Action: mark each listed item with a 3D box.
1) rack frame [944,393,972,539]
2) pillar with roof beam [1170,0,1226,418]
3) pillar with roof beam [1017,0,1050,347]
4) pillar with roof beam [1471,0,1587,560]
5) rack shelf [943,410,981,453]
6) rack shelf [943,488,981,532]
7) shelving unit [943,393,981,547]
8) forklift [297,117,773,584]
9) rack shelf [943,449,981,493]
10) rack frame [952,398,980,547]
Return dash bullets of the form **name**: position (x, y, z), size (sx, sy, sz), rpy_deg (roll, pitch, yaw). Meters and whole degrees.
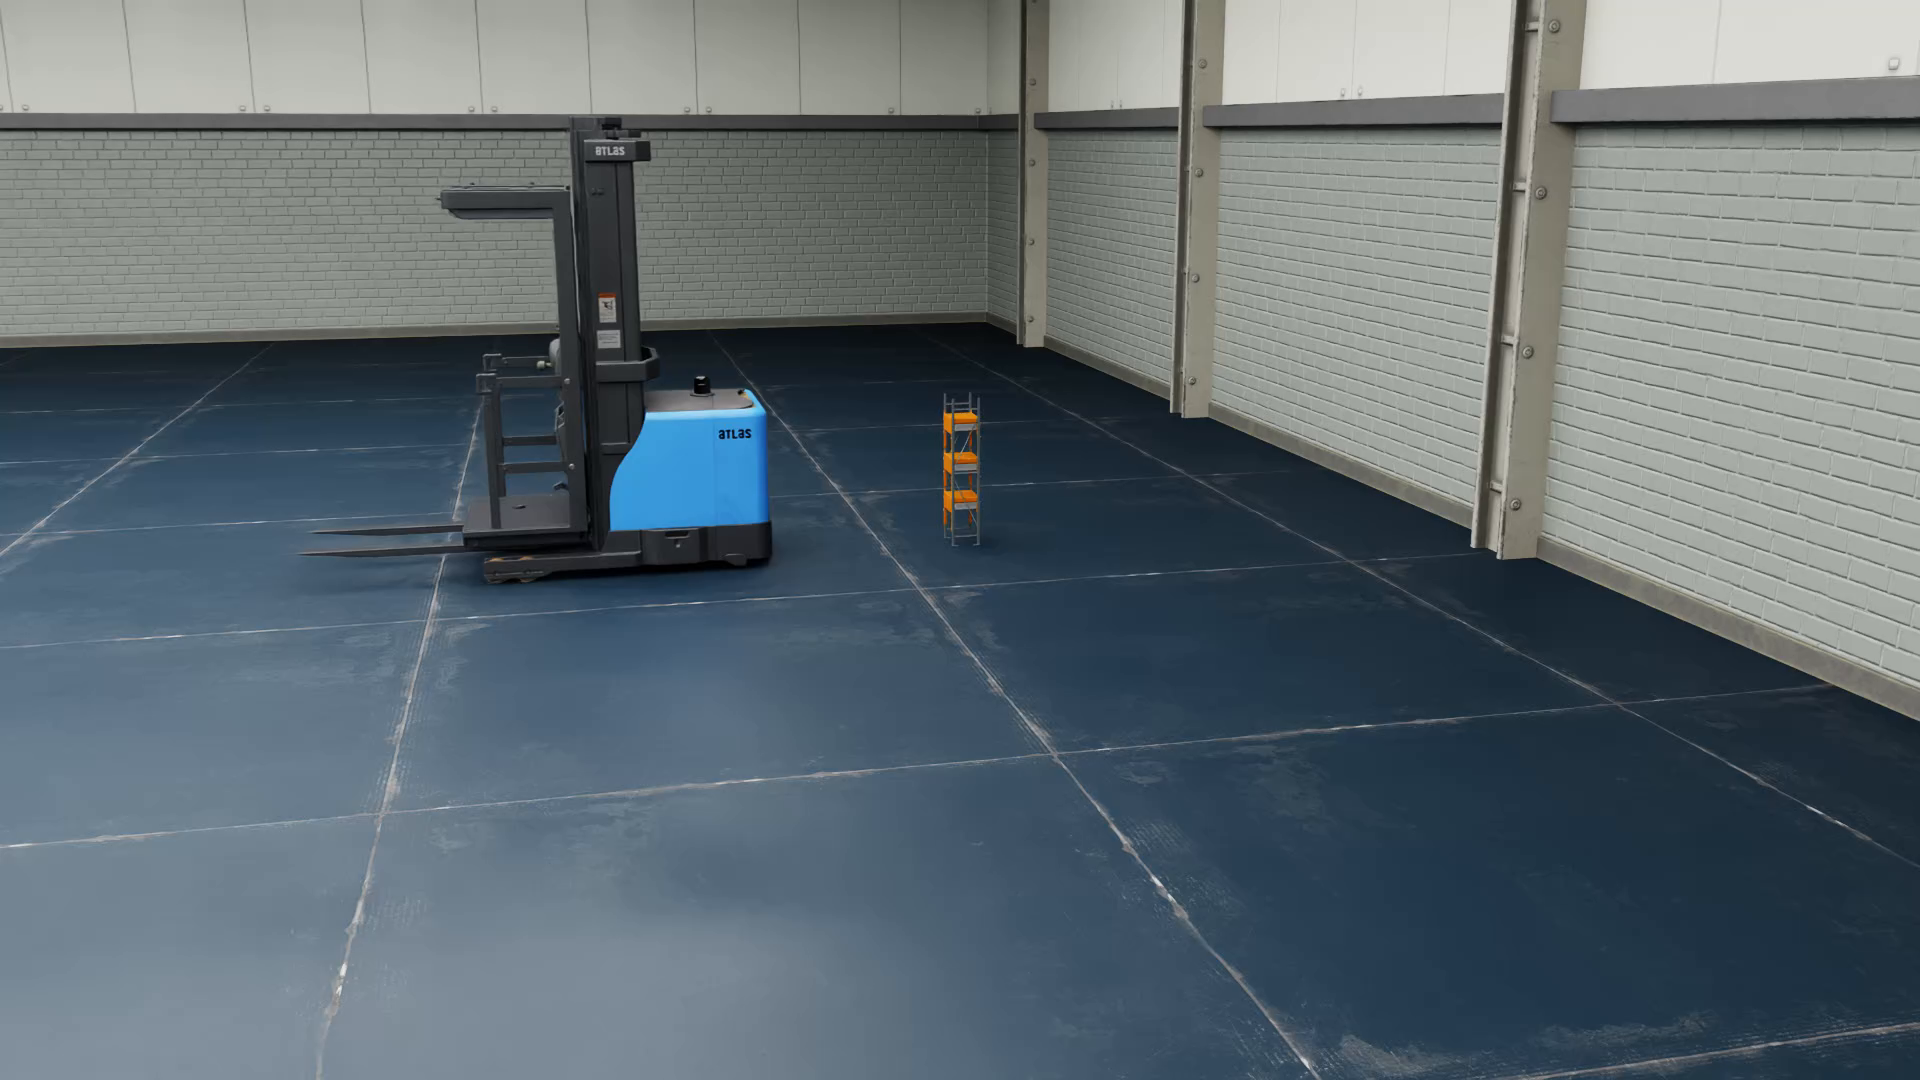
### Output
- **rack frame**: position (-0.016, -0.526, 11.867), size (0.200, 1.050, 0.008), rpy_deg (-3, 14, -13)
- **pillar with roof beam**: position (-1.792, -5.436, 15.215), size (9.100, 9.000, 0.400), rpy_deg (-3, 14, -13)
- **pillar with roof beam**: position (-3.202, -6.820, 20.880), size (9.100, 9.000, 0.400), rpy_deg (-3, 14, -13)
- **pillar with roof beam**: position (-0.383, -4.051, 9.549), size (9.100, 9.000, 0.400), rpy_deg (-3, 14, -13)
- **rack shelf**: position (0.013, -0.763, 11.687), size (0.215, 0.259, 0.240), rpy_deg (-3, 14, -13)
- **rack shelf**: position (0.013, -0.217, 11.820), size (0.215, 0.259, 0.240), rpy_deg (-3, 14, -13)
- **shelving unit**: position (0.013, -0.498, 11.752), size (0.215, 1.050, 0.252), rpy_deg (-3, 14, -13)
- **forklift**: position (-2.839, -1.277, 10.977), size (3.031, 2.935, 1.130), rpy_deg (-3, 14, -13)
- **rack shelf**: position (0.013, -0.487, 11.754), size (0.215, 0.259, 0.240), rpy_deg (-3, 14, -13)
- **rack frame**: position (0.041, -0.470, 11.637), size (0.200, 1.050, 0.008), rpy_deg (-3, 14, -13)
